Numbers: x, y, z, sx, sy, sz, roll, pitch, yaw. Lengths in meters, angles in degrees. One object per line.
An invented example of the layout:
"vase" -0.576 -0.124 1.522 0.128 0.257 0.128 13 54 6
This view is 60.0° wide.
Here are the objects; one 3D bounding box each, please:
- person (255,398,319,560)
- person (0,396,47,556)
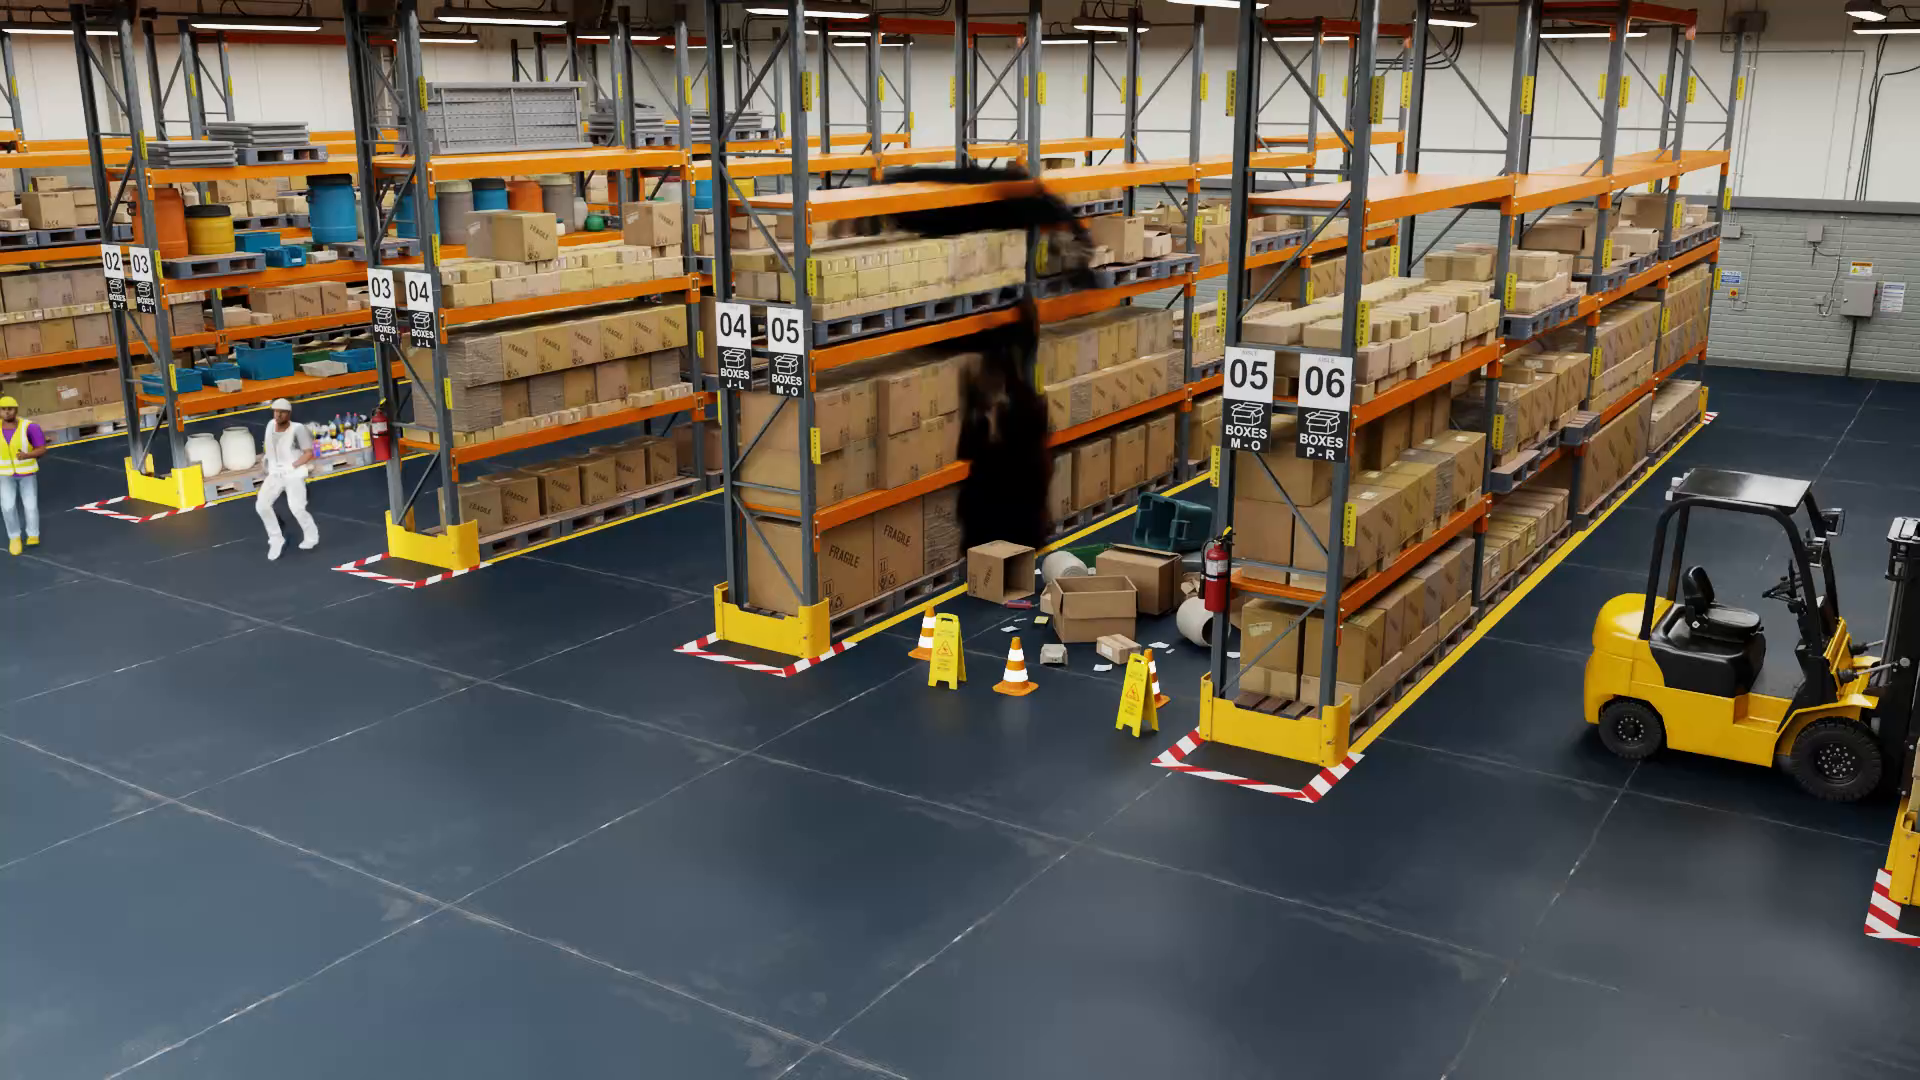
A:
"person" -7.449 -0.686 18.421 0.695 1.800 0.676 5 16 16
"person" -10.508 -0.717 18.517 0.670 1.783 0.711 -7 17 -24
